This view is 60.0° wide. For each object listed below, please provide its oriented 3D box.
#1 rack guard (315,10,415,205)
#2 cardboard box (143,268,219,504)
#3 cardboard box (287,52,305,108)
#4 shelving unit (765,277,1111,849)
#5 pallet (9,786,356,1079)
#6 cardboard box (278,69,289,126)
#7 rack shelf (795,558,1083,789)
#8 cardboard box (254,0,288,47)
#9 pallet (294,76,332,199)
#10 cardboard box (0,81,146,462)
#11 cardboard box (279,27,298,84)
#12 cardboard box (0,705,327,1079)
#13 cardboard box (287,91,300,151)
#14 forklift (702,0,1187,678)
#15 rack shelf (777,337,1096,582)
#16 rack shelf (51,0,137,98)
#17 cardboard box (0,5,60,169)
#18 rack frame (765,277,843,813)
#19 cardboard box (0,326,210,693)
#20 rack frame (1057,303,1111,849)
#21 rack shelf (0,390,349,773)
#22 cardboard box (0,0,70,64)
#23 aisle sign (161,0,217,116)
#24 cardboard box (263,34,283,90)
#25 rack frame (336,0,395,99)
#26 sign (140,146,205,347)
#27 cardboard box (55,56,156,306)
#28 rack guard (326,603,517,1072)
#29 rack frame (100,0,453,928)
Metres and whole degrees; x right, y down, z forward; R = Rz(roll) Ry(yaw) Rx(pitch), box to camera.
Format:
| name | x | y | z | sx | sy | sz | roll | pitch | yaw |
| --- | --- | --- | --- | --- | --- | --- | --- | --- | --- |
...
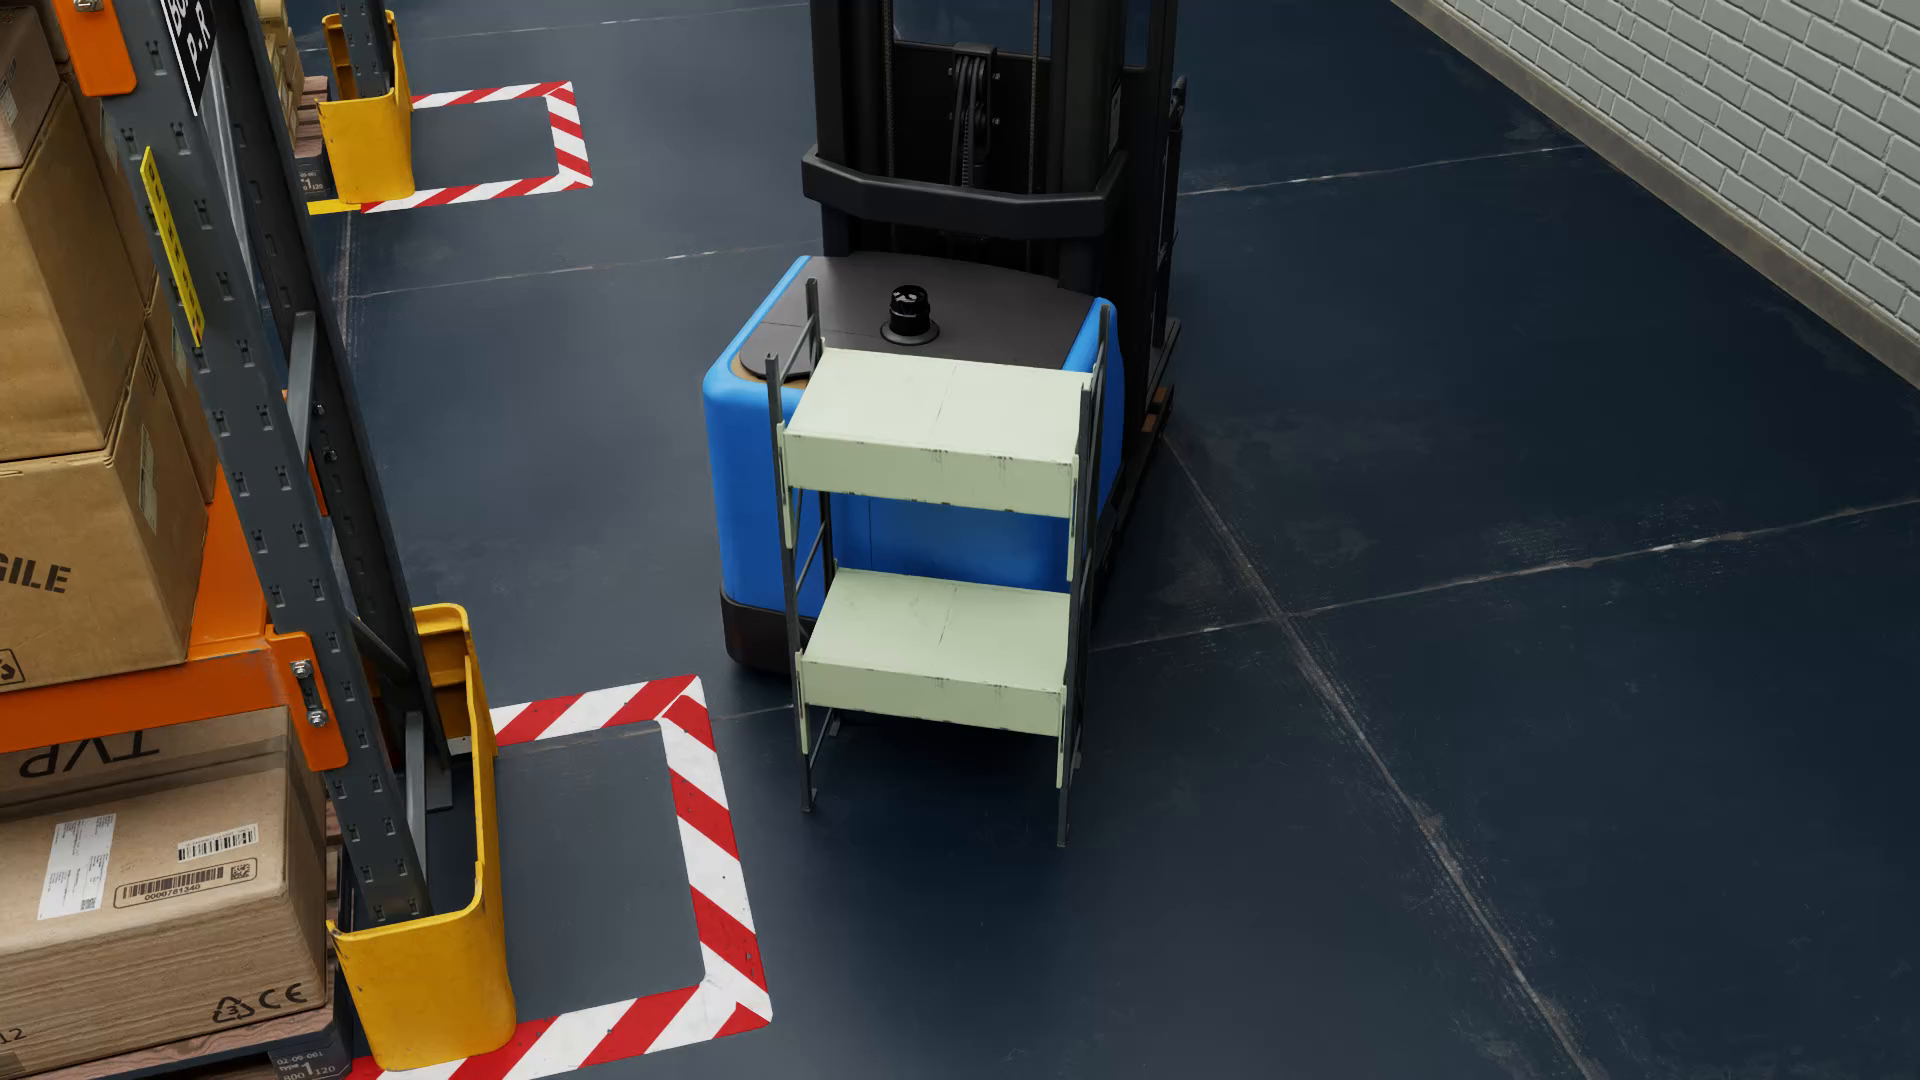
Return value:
| name | x | y | z | sx | sy | sz | roll | pitch | yaw |
| --- | --- | --- | --- | --- | --- | --- | --- | --- | --- |
| rack guard | -2.897 | -2.134 | 8.128 | 0.348 | 0.500 | 1.175 | -9 | 38 | -12 |
| cardboard box | -1.974 | -0.383 | 3.700 | 0.500 | 0.500 | 0.500 | -10 | 38 | -12 |
| cardboard box | -3.413 | -2.278 | 8.260 | 0.250 | 0.149 | 0.380 | -9 | 38 | -11 |
| shelving unit | -0.042 | 0.102 | 4.383 | 0.755 | 1.500 | 0.431 | 6 | 38 | 8 |
| pallet | -2.187 | 1.029 | 4.231 | 1.213 | 0.211 | 1.003 | -9 | 38 | -12 |
| cardboard box | -3.259 | -2.040 | 7.704 | 0.250 | 0.149 | 0.380 | -10 | 39 | -13 |
| rack shelf | -0.042 | 0.360 | 4.581 | 0.720 | 0.370 | 0.431 | 6 | 38 | 8 |
| cardboard box | -3.418 | -2.526 | 8.094 | 0.250 | 0.149 | 0.380 | -11 | 39 | -14 |
| pallet | -3.691 | -1.911 | 8.075 | 1.213 | 0.211 | 1.003 | -9 | 38 | -12 |
| cardboard box | -1.839 | -0.472 | 2.993 | 0.500 | 0.500 | 0.500 | -8 | 38 | -10 |
| cardboard box | -3.396 | -2.359 | 8.121 | 0.250 | 0.149 | 0.380 | -8 | 38 | -10 |
| cardboard box | -2.047 | 0.763 | 4.047 | 0.875 | 0.438 | 0.875 | -11 | 39 | -13 |
| cardboard box | -3.277 | -1.968 | 7.854 | 0.250 | 0.149 | 0.380 | -9 | 38 | -11 |
| forklift | 0.178 | -1.527 | 5.334 | 1.130 | 2.935 | 3.031 | 10 | 39 | 13 |
| rack shelf | -0.042 | -0.208 | 4.146 | 0.720 | 0.370 | 0.431 | 6 | 38 | 8 |
| rack shelf | -3.366 | -0.840 | 2.503 | 4.000 | 0.370 | 1.077 | -9 | 38 | -12 |
| cardboard box | -1.730 | -0.771 | 2.851 | 0.250 | 0.149 | 0.380 | -9 | 38 | -11 |
| rack frame | -0.402 | 0.061 | 4.436 | 0.023 | 1.500 | 0.400 | 6 | 38 | 8 |
| cardboard box | -1.832 | -0.059 | 3.276 | 0.500 | 0.500 | 0.500 | -9 | 38 | -12 |
| rack frame | 0.317 | 0.142 | 4.330 | 0.023 | 1.500 | 0.400 | 6 | 38 | 8 |
| rack shelf | -3.366 | 0.351 | 3.414 | 4.000 | 0.370 | 1.077 | -9 | 38 | -12 |
| cardboard box | -1.850 | -1.052 | 3.217 | 0.250 | 0.149 | 0.380 | -9 | 38 | -11 |
| aisle sign | -1.285 | -1.113 | 2.597 | 0.004 | 0.787 | 0.394 | -9 | 38 | -12 |
| cardboard box | -3.269 | -2.177 | 7.638 | 0.250 | 0.149 | 0.380 | -9 | 38 | -11 |
| rack frame | -2.824 | -3.139 | 7.384 | 0.127 | 3.000 | 1.000 | -9 | 38 | -12 |
| sign | -1.307 | -0.485 | 2.767 | 0.005 | 0.325 | 0.100 | -9 | 38 | -12 |
| cardboard box | -1.973 | -0.779 | 3.395 | 0.500 | 0.500 | 0.500 | -10 | 39 | -13 |
| rack guard | -1.412 | 0.738 | 4.374 | 0.348 | 0.500 | 1.175 | -9 | 38 | -12 |
| rack frame | -1.435 | -0.251 | 3.610 | 0.127 | 3.000 | 1.000 | -9 | 38 | -12 |
